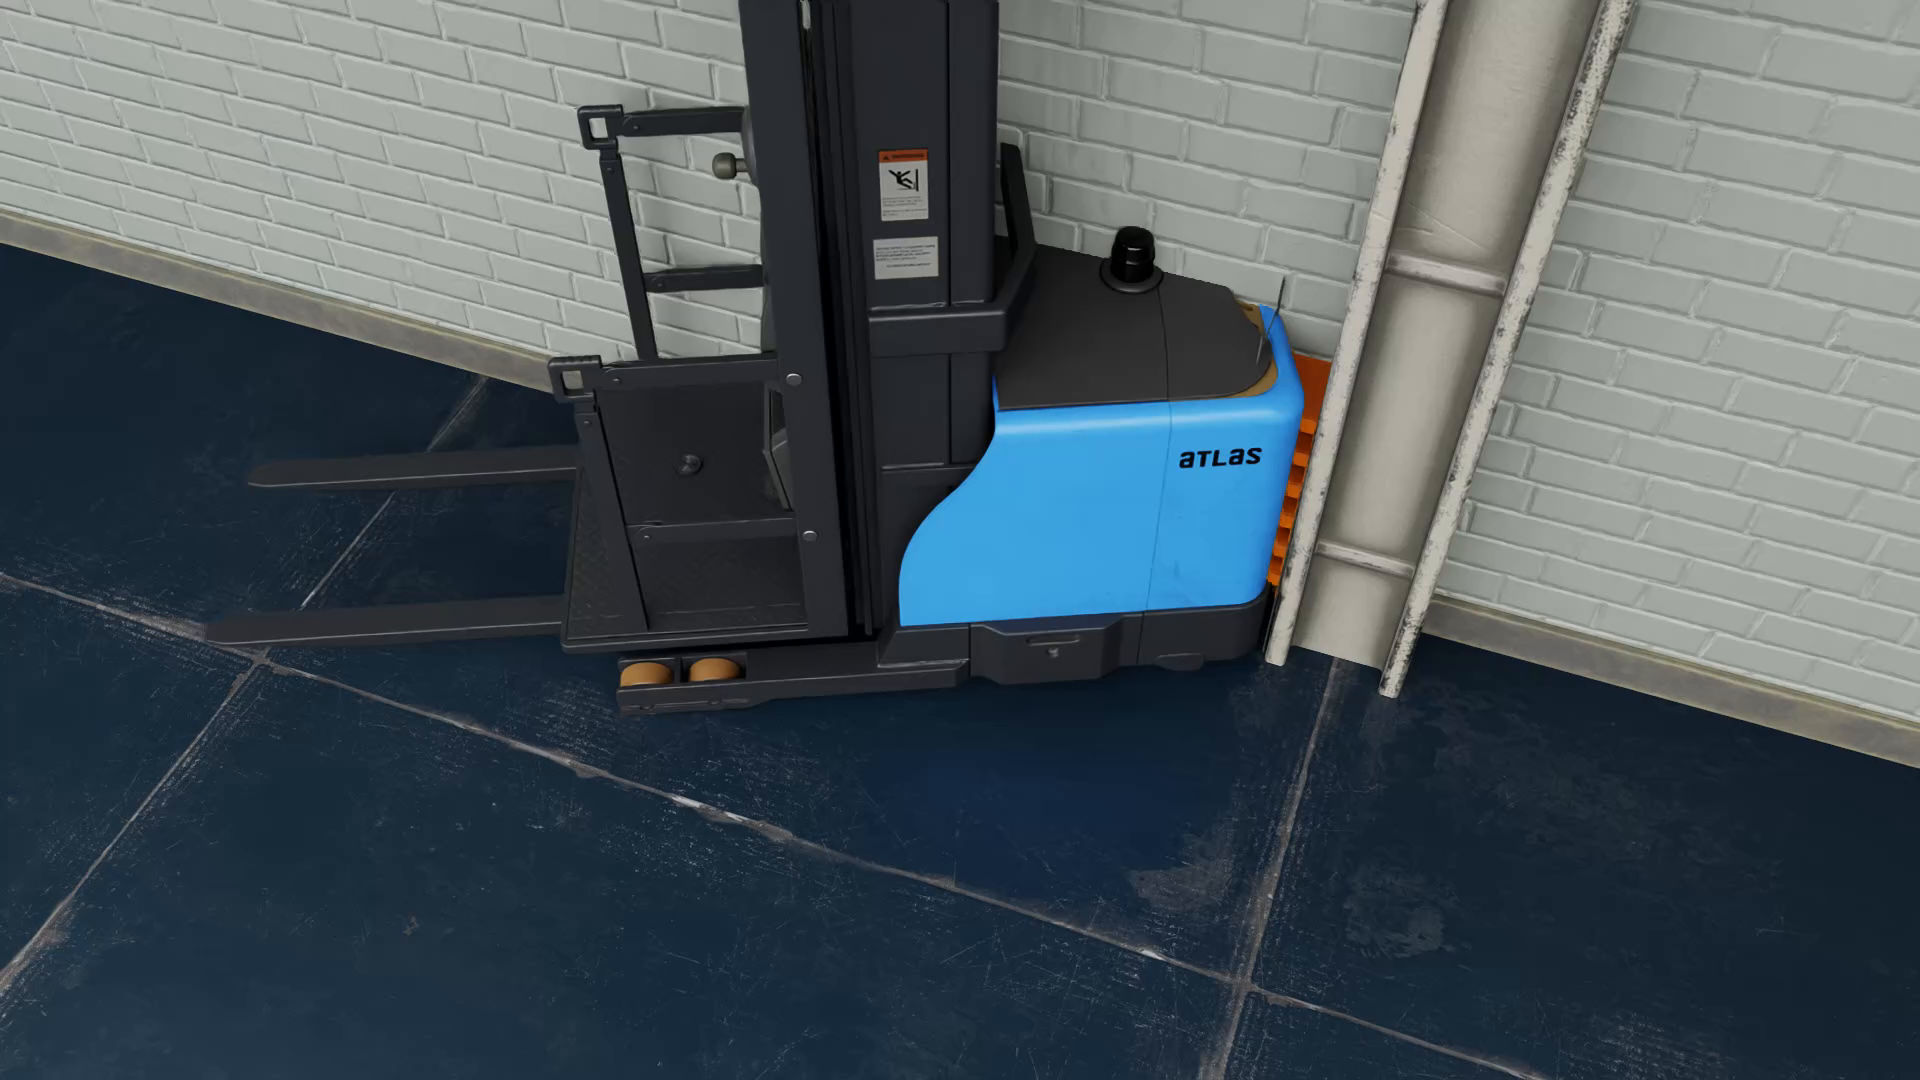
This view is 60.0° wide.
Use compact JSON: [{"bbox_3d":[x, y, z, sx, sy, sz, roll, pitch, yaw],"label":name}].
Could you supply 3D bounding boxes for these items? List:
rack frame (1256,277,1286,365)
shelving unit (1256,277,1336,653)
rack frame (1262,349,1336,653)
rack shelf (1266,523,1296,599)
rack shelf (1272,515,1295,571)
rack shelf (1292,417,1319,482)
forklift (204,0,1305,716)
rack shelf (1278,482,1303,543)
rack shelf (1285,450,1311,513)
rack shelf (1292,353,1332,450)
[{"bbox_3d":[0.783,-0.191,4.639,0.006,1.200,0.240,16,50,13],"label":"rack frame"},{"bbox_3d":[0.868,-0.166,4.618,0.189,1.200,0.258,16,50,13],"label":"shelving unit"},{"bbox_3d":[0.954,-0.142,4.598,0.006,1.200,0.240,16,50,13],"label":"rack frame"},{"bbox_3d":[0.864,0.024,4.829,0.180,0.103,0.258,16,50,13],"label":"rack shelf"},{"bbox_3d":[0.865,-0.056,4.740,0.180,0.103,0.258,16,50,13],"label":"rack shelf"},{"bbox_3d":[0.871,-0.297,4.473,0.180,0.103,0.258,16,50,13],"label":"rack shelf"},{"bbox_3d":[-0.660,-0.873,4.067,3.031,2.935,1.130,-4,49,-3],"label":"forklift"},{"bbox_3d":[0.867,-0.137,4.651,0.180,0.103,0.258,16,50,13],"label":"rack shelf"},{"bbox_3d":[0.869,-0.217,4.562,0.180,0.103,0.258,16,50,13],"label":"rack shelf"},{"bbox_3d":[0.873,-0.378,4.384,0.180,0.103,0.258,16,50,13],"label":"rack shelf"}]
